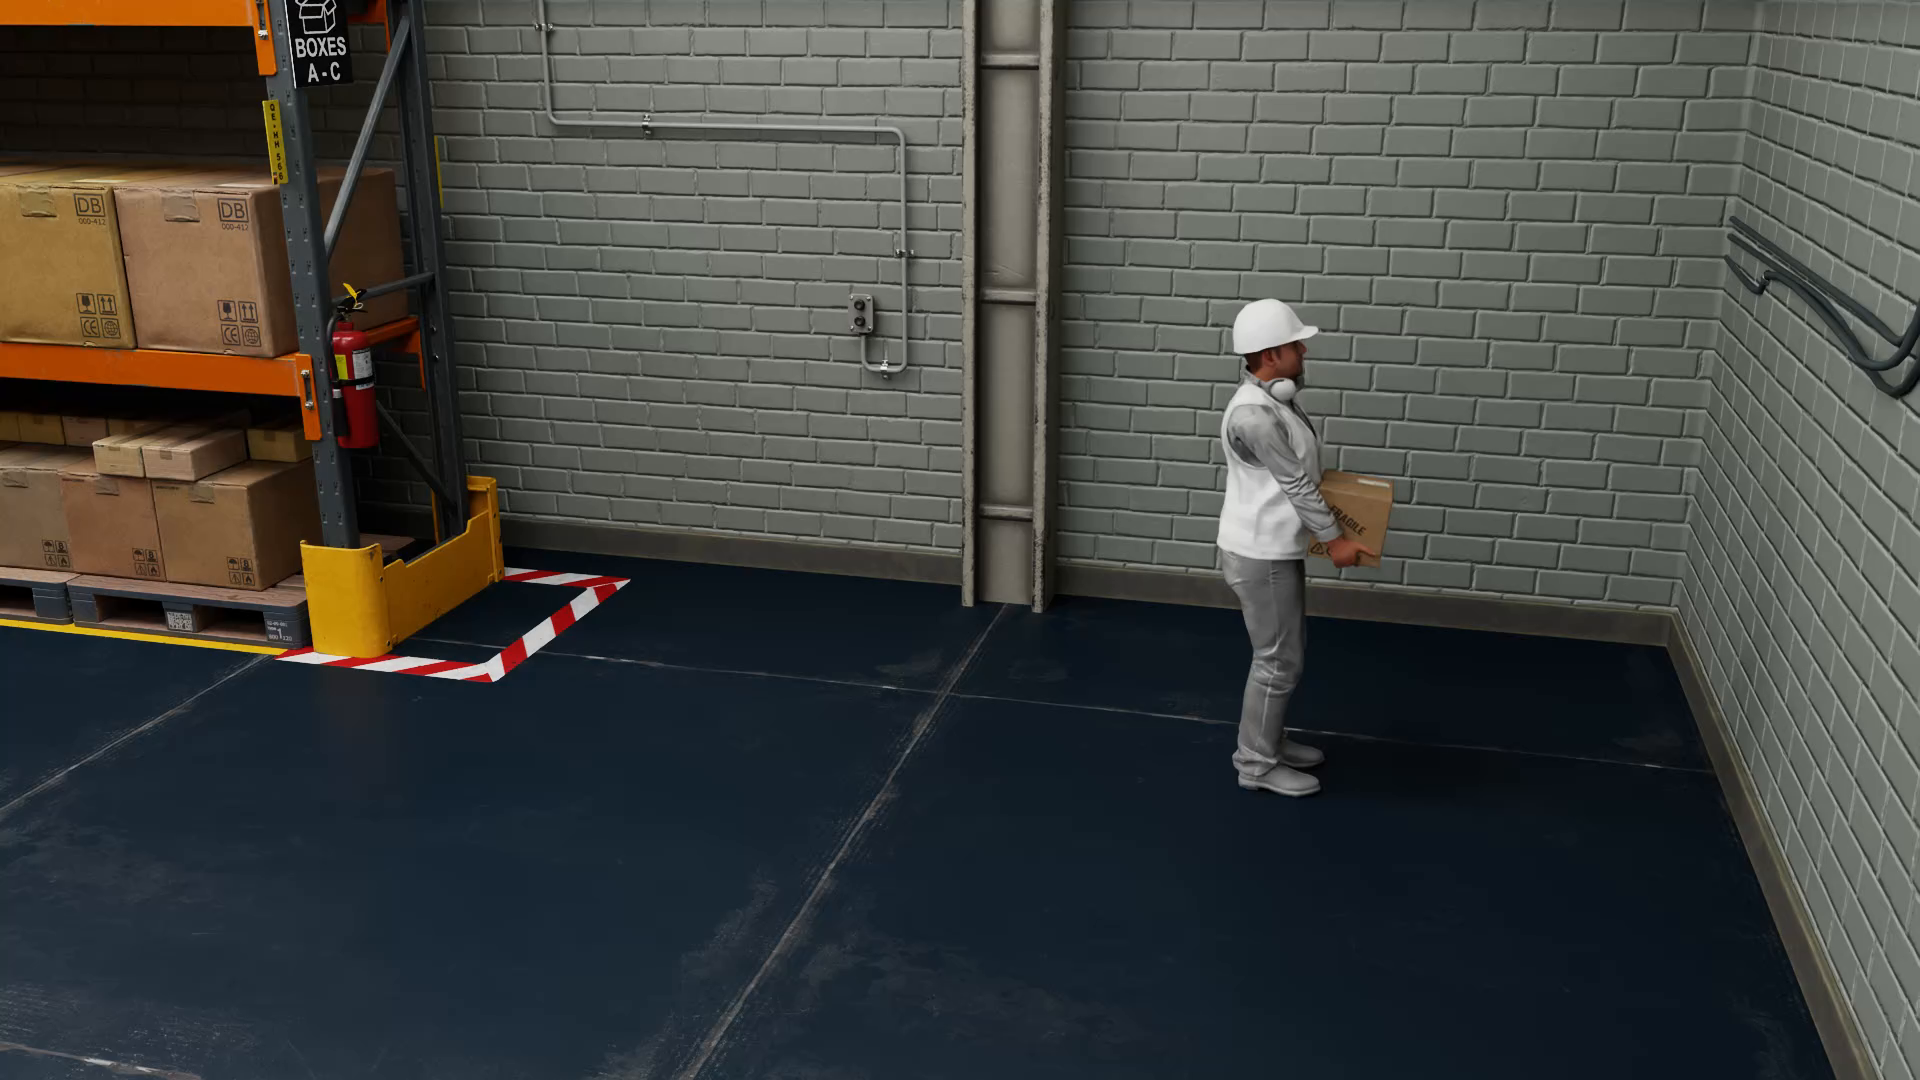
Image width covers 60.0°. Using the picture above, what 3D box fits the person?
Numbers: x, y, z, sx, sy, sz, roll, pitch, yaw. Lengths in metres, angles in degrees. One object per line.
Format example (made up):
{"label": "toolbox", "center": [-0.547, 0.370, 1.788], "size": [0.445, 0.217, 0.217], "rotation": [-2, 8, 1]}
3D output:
{"label": "person", "center": [1.201, 0.029, 5.938], "size": [0.553, 1.767, 0.495], "rotation": [5, 19, 14]}
